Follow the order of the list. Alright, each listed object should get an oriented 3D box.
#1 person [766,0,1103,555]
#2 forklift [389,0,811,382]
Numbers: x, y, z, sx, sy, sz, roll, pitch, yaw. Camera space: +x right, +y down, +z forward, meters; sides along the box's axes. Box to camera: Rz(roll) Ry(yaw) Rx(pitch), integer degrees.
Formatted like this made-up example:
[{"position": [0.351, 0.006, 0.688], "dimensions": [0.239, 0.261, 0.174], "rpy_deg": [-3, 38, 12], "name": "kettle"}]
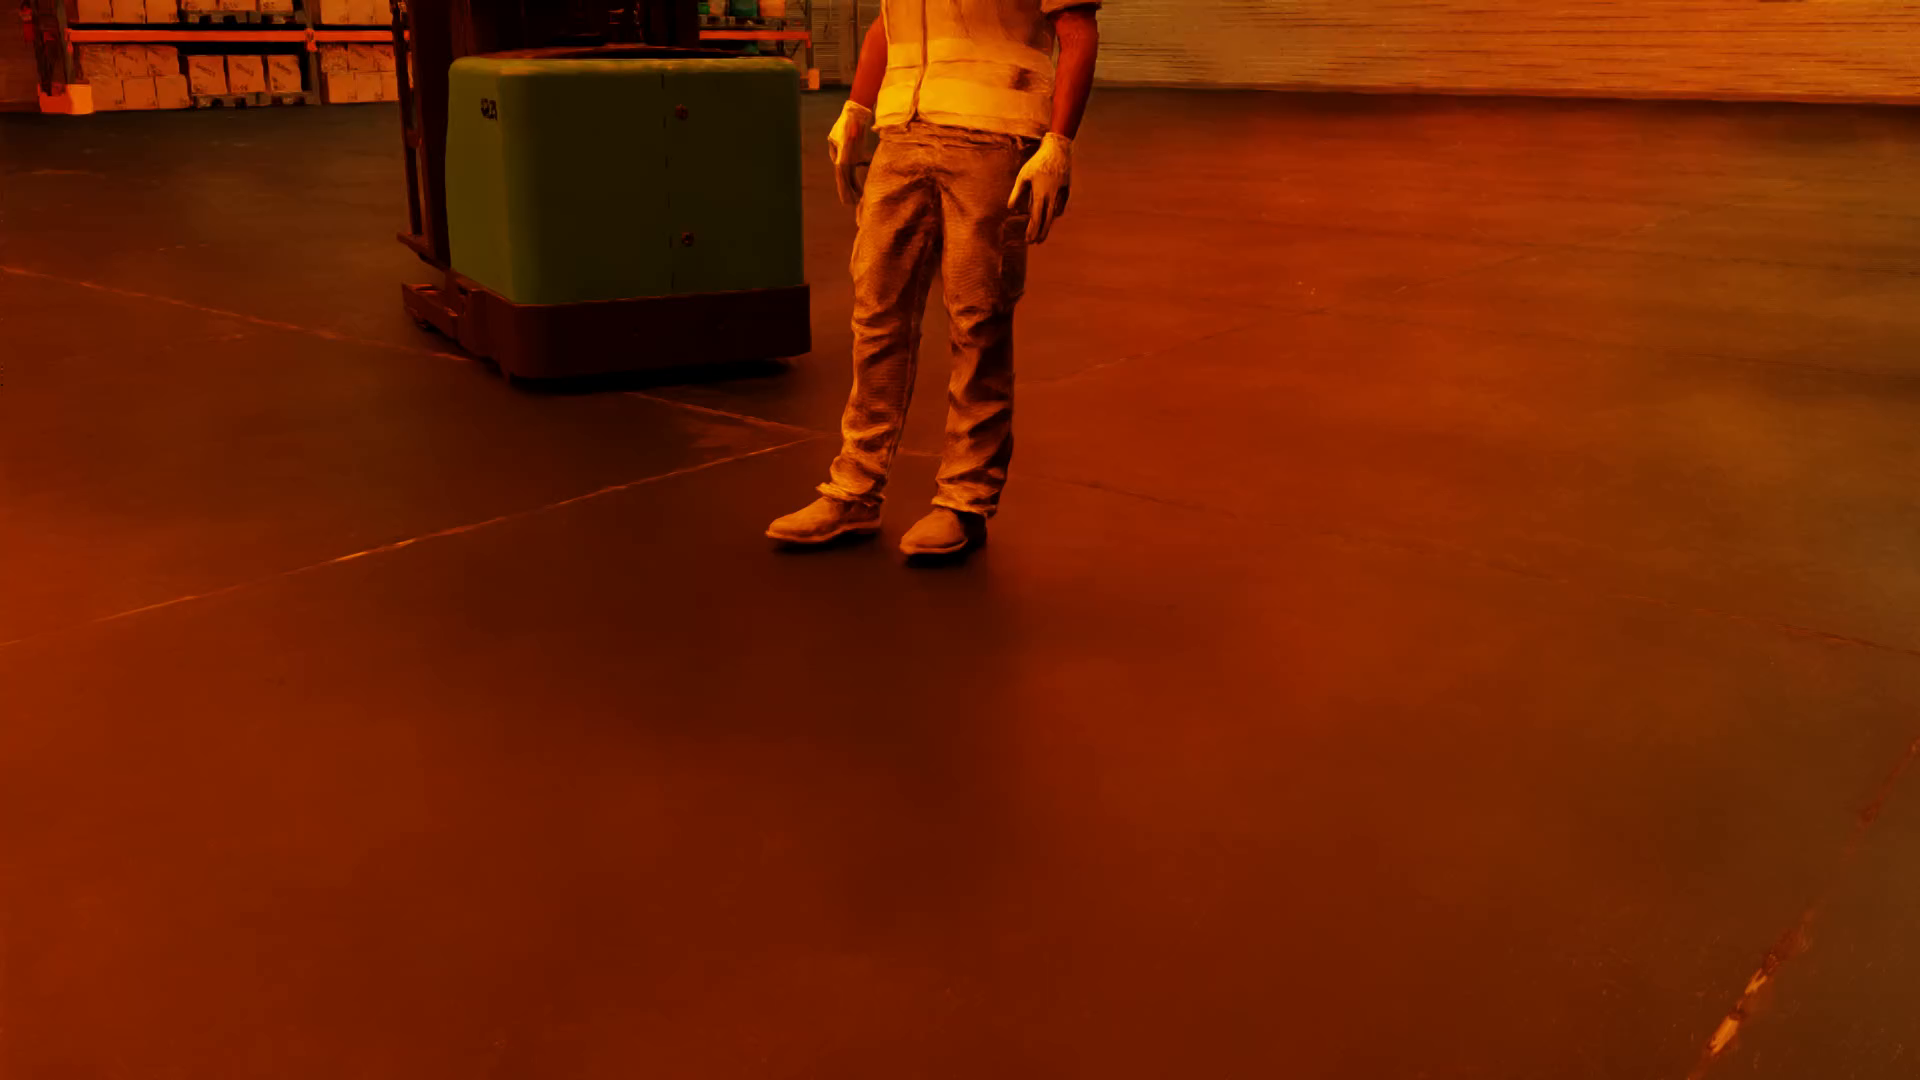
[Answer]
[{"position": [-0.052, -0.845, 3.633], "dimensions": [0.655, 1.782, 0.576], "rpy_deg": [13, 21, 37], "name": "person"}, {"position": [-1.668, -2.311, 6.507], "dimensions": [1.130, 2.935, 3.031], "rpy_deg": [-9, 19, -27], "name": "forklift"}]
